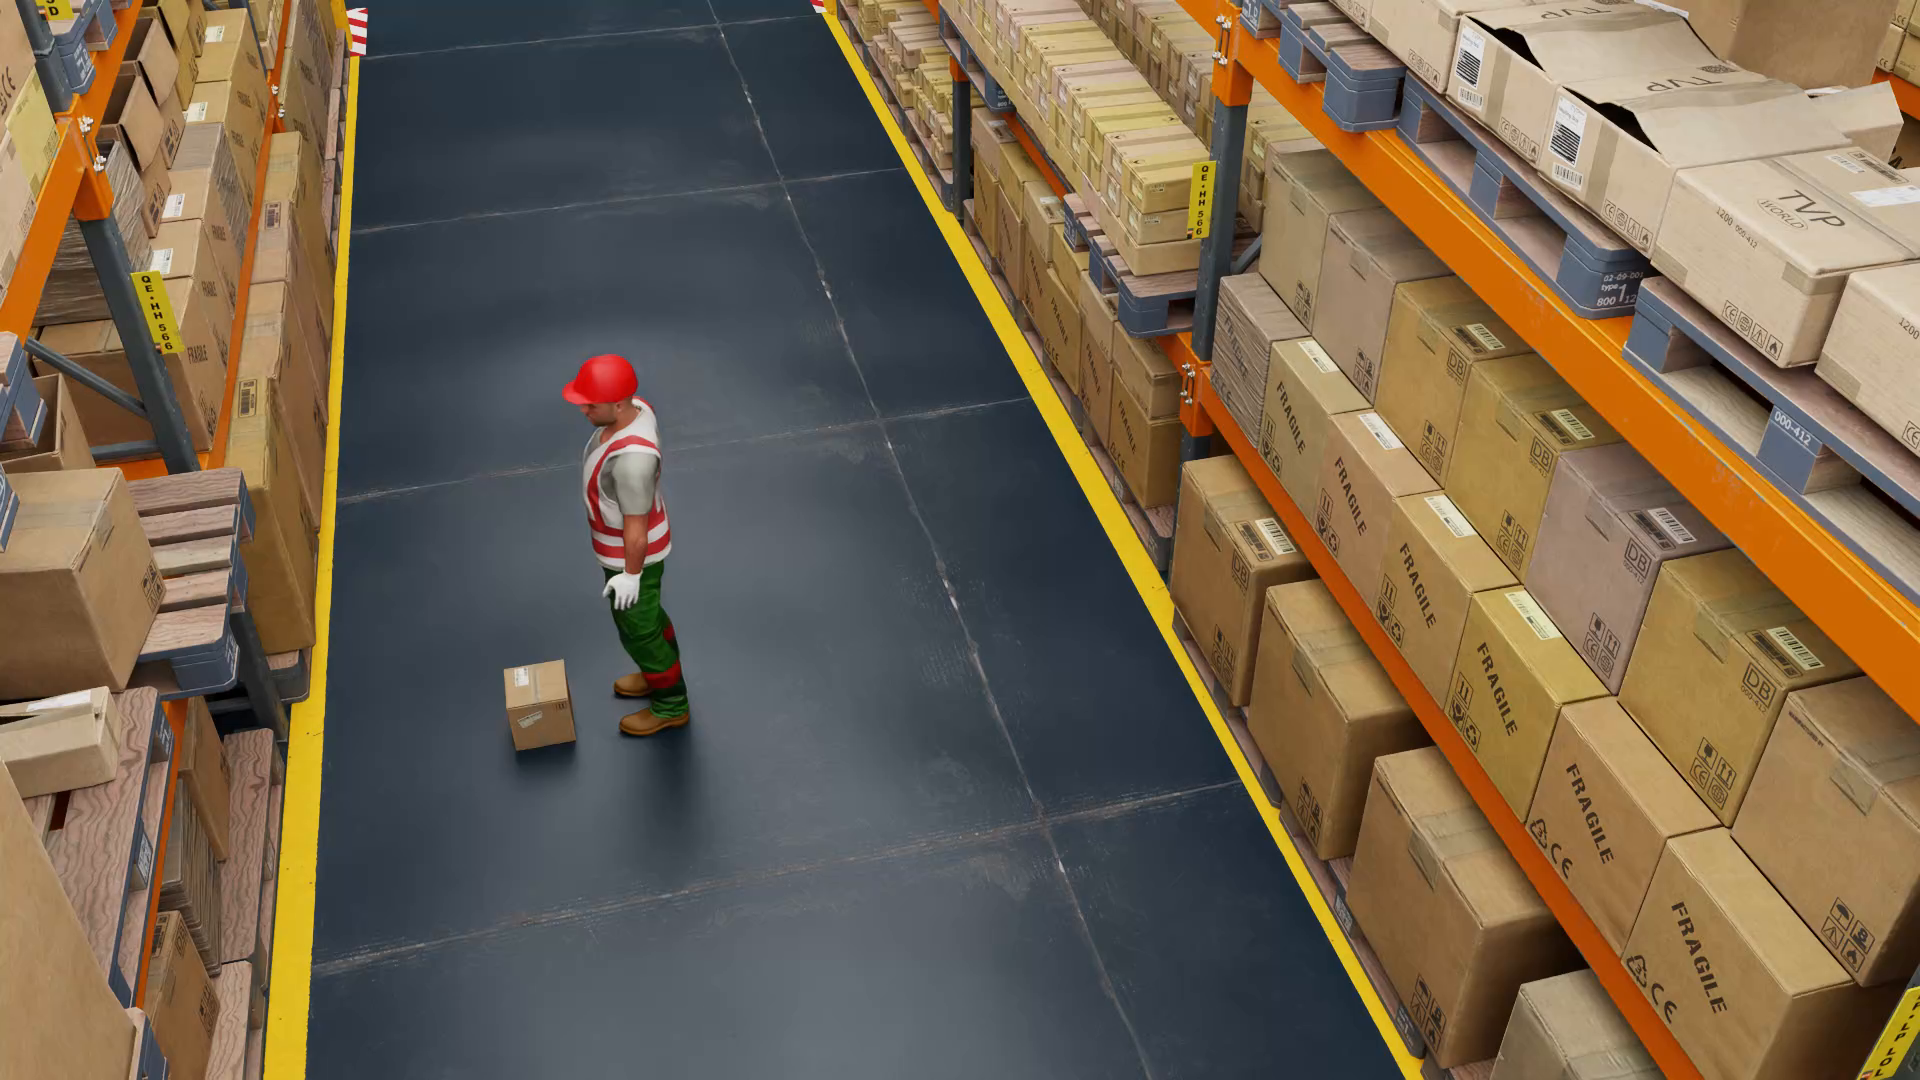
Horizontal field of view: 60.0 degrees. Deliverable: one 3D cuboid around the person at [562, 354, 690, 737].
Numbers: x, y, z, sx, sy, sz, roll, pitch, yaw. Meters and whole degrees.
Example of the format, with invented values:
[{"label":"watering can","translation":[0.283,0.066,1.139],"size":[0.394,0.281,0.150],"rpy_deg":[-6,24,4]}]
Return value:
[{"label":"person","translation":[-1.314,0.028,6.665],"size":[0.346,1.780,0.527],"rpy_deg":[-9,39,-11]}]
